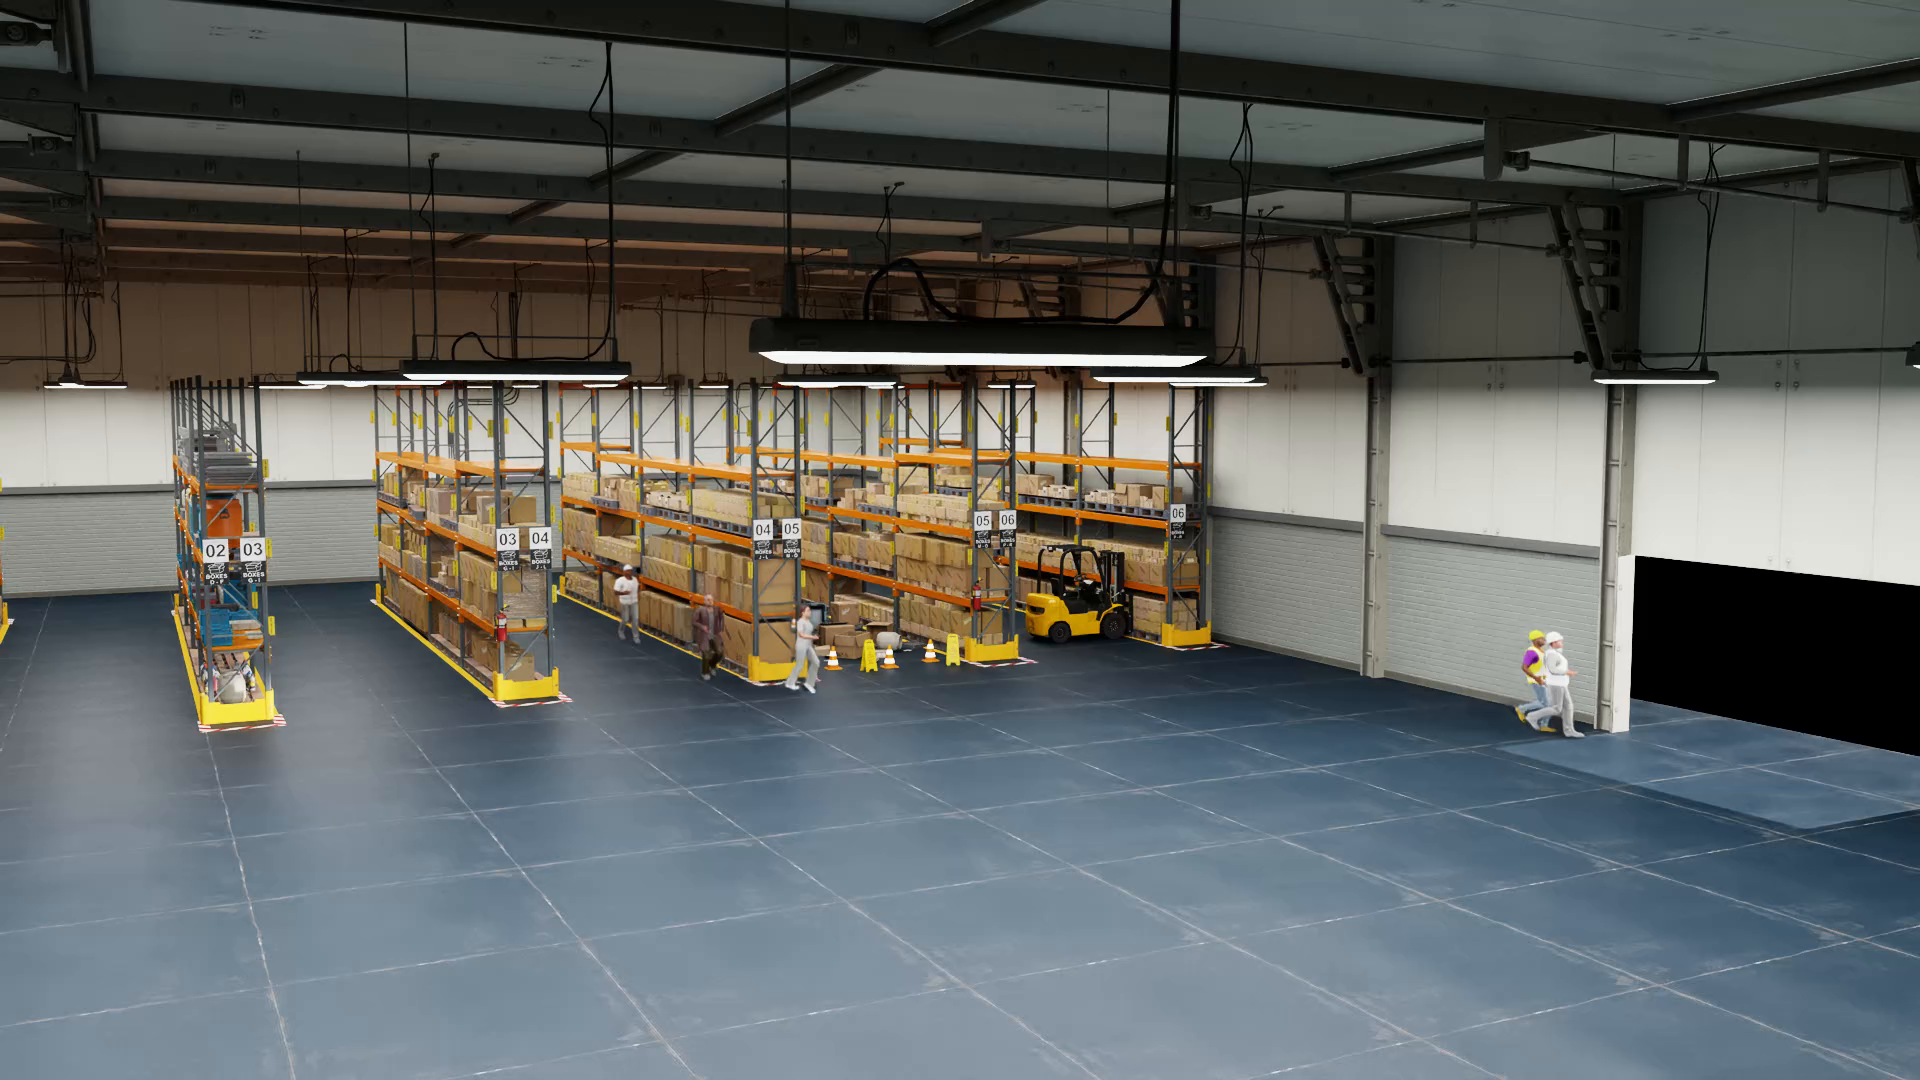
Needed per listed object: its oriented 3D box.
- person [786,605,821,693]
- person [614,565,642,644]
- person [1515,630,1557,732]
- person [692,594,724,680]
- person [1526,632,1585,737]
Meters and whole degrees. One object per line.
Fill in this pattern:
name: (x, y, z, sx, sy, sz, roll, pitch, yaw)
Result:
person: (-2.968, 2.093, 31.700, 0.741, 1.736, 0.583, 2, 5, 19)
person: (-7.542, 1.440, 37.893, 0.701, 1.765, 0.917, -4, 6, -35)
person: (9.747, 2.373, 28.030, 0.663, 1.709, 0.691, 4, 7, 39)
person: (-4.956, 1.932, 32.963, 0.723, 1.726, 0.732, -3, 6, -27)
person: (9.868, 2.387, 27.502, 0.920, 1.743, 0.663, 2, 6, 26)
